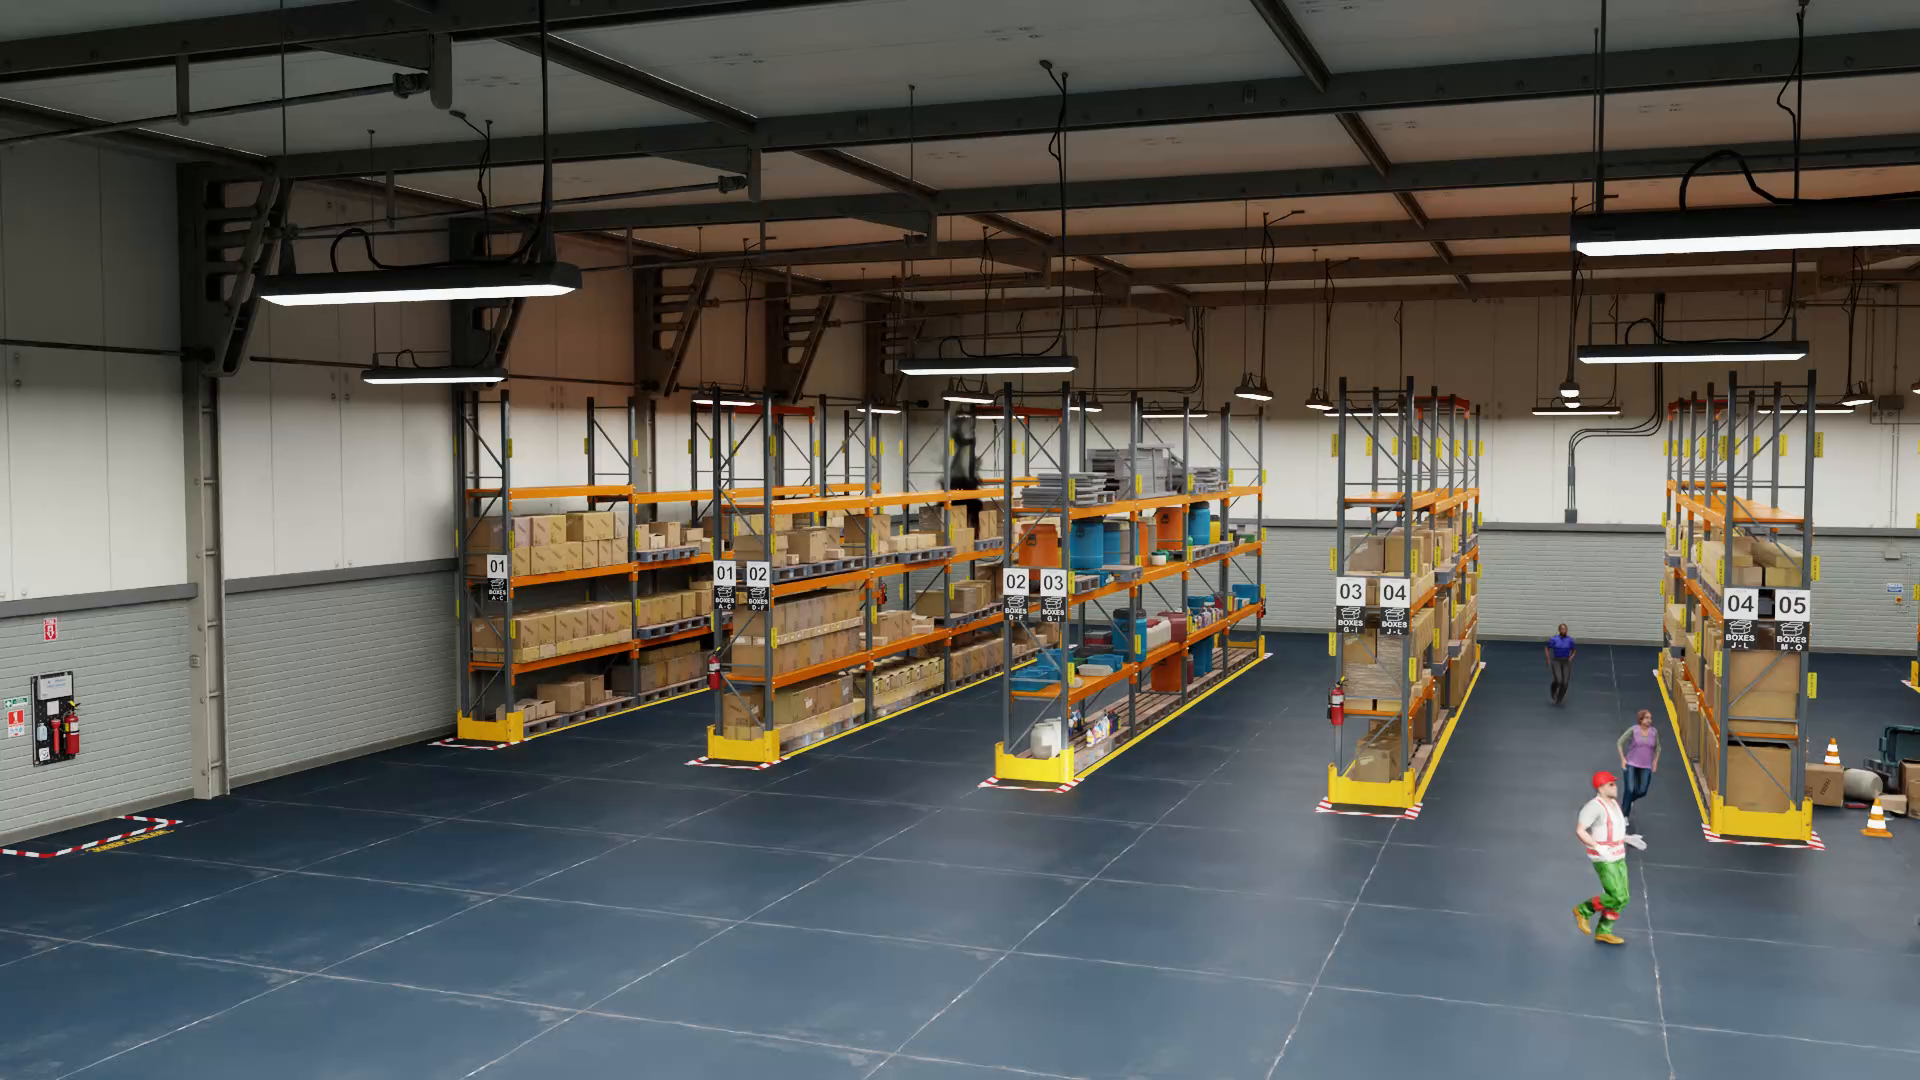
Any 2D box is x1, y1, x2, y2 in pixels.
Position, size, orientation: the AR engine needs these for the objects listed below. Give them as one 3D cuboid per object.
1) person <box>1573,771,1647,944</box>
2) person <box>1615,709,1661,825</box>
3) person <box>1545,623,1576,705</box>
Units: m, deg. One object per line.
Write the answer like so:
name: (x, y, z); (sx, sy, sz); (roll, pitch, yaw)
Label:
person: (6.542, 3.203, 16.795); (0.645, 1.737, 0.610); (-3, 4, -43)
person: (9.062, 3.024, 22.221); (0.582, 1.539, 0.509); (1, 3, 9)
person: (11.681, 2.422, 32.291); (0.559, 1.606, 0.586); (0, 3, 8)
